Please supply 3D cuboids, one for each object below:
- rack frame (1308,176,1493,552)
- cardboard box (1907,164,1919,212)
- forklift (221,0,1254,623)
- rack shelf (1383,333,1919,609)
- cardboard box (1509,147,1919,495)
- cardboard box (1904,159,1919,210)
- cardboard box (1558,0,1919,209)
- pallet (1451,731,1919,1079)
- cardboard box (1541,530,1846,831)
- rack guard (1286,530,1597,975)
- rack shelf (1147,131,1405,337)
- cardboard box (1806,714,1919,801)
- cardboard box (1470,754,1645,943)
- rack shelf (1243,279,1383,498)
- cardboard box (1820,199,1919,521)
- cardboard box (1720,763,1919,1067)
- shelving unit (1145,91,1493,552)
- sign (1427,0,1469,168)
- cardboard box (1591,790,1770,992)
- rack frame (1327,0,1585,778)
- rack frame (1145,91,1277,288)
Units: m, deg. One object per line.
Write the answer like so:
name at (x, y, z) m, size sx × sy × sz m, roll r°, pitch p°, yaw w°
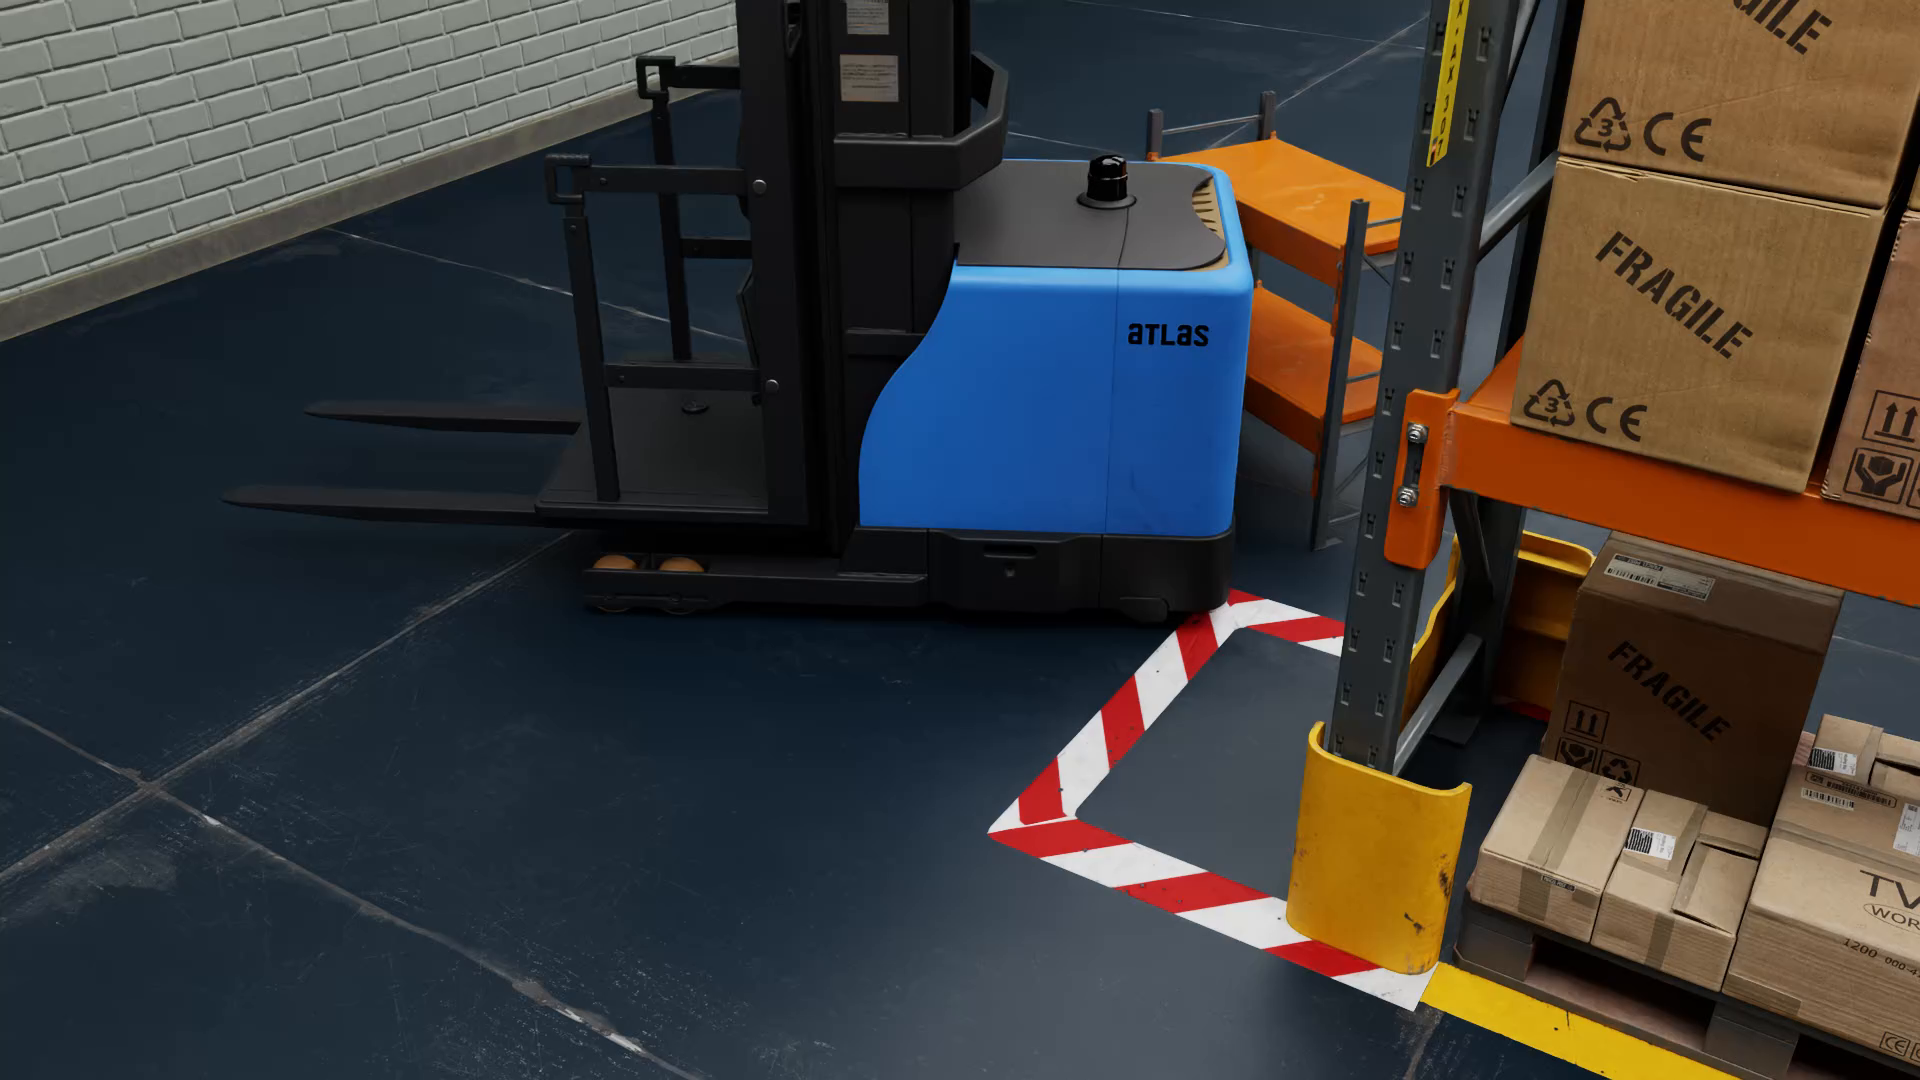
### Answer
rack frame at (1.319, -0.515, 5.016) m, size 0.500 × 1.125 × 0.032 m, roll -15°, pitch 33°, yaw -24°
cardboard box at (1.790, -0.757, 2.479) m, size 0.500 × 0.500 × 0.500 m, roll 18°, pitch 35°, yaw 28°
forklift at (-0.699, -1.310, 4.586) m, size 3.031 × 2.935 × 1.130 m, roll 2°, pitch 30°, yaw 3°
rack shelf at (2.801, 0.196, 2.651) m, size 4.000 × 0.370 × 1.077 m, roll 18°, pitch 35°, yaw 27°
cardboard box at (1.343, -0.462, 2.966) m, size 0.500 × 0.500 × 0.500 m, roll 18°, pitch 35°, yaw 28°
cardboard box at (1.631, -0.690, 3.356) m, size 0.500 × 0.500 × 0.500 m, roll 19°, pitch 35°, yaw 29°
cardboard box at (1.343, -0.894, 2.714) m, size 0.500 × 0.500 × 0.500 m, roll 19°, pitch 35°, yaw 29°
pallet at (1.847, 0.788, 3.690) m, size 1.213 × 0.211 × 1.003 m, roll 18°, pitch 35°, yaw 27°
cardboard box at (1.699, 0.280, 3.837) m, size 0.500 × 0.500 × 0.500 m, roll 18°, pitch 35°, yaw 27°
rack guard at (1.172, 0.450, 3.983) m, size 0.348 × 0.500 × 1.175 m, roll 18°, pitch 35°, yaw 27°
rack shelf at (1.079, -0.994, 5.256) m, size 0.538 × 0.278 × 1.000 m, roll -15°, pitch 33°, yaw -24°
cardboard box at (1.994, 0.571, 3.669) m, size 0.250 × 0.166 × 0.380 m, roll 18°, pitch 35°, yaw 27°
cardboard box at (1.279, 0.650, 3.551) m, size 0.250 × 0.149 × 0.380 m, roll 18°, pitch 35°, yaw 27°
rack shelf at (1.079, -0.530, 5.526) m, size 0.538 × 0.278 × 1.000 m, roll -15°, pitch 33°, yaw -24°
cardboard box at (1.783, -0.326, 2.733) m, size 0.500 × 0.500 × 0.500 m, roll 17°, pitch 34°, yaw 27°
cardboard box at (1.841, 0.748, 3.283) m, size 0.500 × 0.250 × 0.500 m, roll 18°, pitch 35°, yaw 27°
shelving unit at (1.079, -0.741, 5.403) m, size 0.538 × 1.125 × 1.048 m, roll -15°, pitch 33°, yaw -24°
sign at (0.819, -0.792, 2.772) m, size 0.005 × 0.325 × 0.100 m, roll 18°, pitch 35°, yaw 27°
cardboard box at (1.491, 0.709, 3.432) m, size 0.250 × 0.166 × 0.380 m, roll 18°, pitch 35°, yaw 27°
rack frame at (1.107, -0.650, 3.388) m, size 0.127 × 3.000 × 1.000 m, roll 18°, pitch 35°, yaw 27°
rack frame at (0.839, -0.967, 5.790) m, size 0.500 × 1.125 × 0.032 m, roll -15°, pitch 33°, yaw -24°
